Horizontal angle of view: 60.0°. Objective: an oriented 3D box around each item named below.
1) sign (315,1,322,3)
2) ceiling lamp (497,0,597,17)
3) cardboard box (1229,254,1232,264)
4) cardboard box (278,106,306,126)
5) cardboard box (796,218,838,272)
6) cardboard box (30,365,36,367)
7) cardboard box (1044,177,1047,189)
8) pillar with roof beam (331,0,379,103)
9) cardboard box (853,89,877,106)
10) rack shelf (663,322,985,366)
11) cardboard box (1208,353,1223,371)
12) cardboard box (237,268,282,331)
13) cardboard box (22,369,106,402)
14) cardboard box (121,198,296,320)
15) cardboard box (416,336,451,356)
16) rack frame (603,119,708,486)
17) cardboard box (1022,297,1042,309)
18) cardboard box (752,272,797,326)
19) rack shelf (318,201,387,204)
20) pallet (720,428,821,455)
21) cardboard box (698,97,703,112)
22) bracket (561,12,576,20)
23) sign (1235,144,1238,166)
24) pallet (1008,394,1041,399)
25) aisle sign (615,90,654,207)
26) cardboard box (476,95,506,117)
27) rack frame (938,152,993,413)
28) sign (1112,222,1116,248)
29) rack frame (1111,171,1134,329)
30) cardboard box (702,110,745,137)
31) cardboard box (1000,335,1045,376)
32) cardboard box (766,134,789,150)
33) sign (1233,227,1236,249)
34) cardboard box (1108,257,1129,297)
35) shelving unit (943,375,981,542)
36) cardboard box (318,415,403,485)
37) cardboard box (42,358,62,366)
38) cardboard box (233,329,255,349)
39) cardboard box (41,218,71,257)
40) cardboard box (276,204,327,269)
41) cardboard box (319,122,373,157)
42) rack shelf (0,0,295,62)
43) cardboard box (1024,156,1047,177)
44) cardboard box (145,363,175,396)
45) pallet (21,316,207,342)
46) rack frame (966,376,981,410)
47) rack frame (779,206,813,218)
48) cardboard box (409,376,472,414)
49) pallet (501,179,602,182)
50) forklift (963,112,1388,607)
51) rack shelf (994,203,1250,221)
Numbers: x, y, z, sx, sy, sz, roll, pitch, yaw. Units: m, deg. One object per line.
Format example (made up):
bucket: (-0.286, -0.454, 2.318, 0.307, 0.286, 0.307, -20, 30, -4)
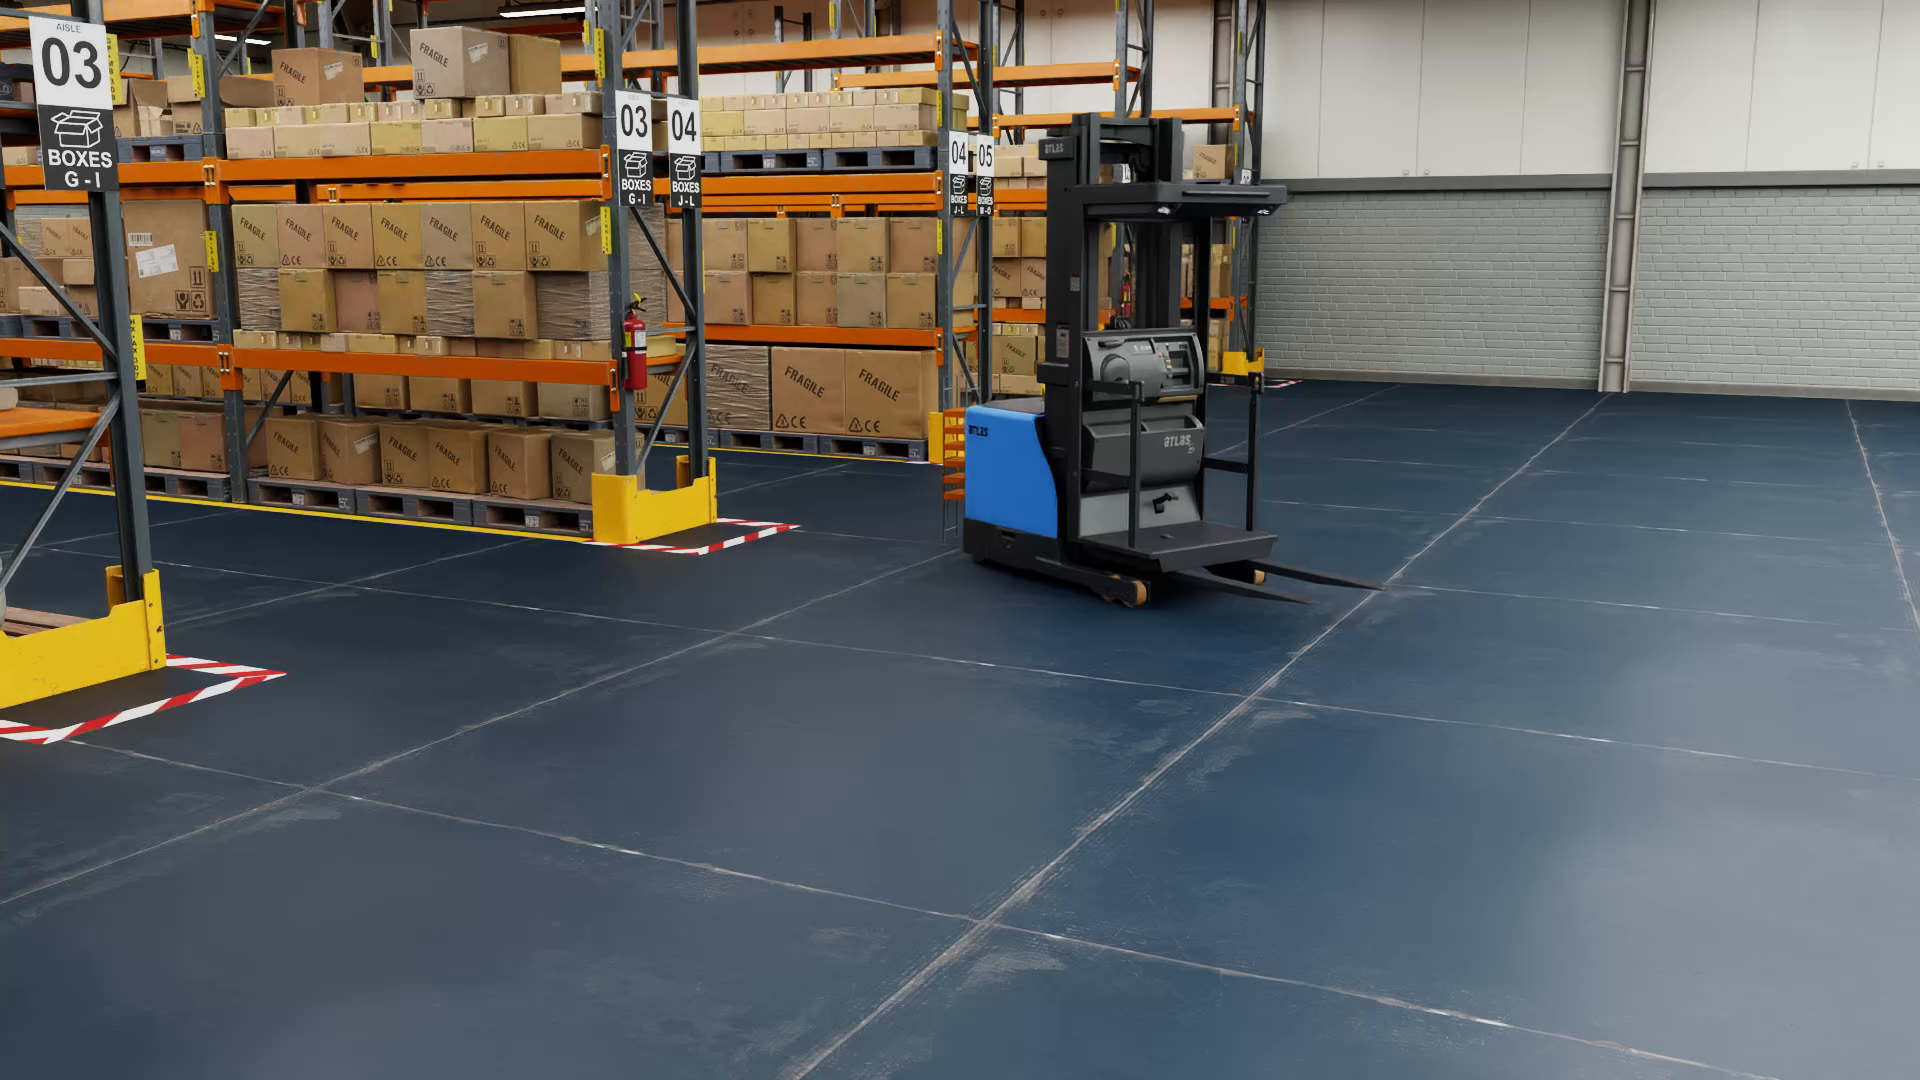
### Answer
sign: (-7.348, -6.318, 19.026, 0.005, 0.325, 0.100, 5, 11, 26)
ceiling lamp: (-6.632, -10.269, 27.311, 2.000, 3.185, 0.800, 5, 11, 26)
cardboard box: (4.161, -4.353, 25.754, 0.250, 0.149, 0.380, 5, 11, 24)
cardboard box: (-5.156, -3.344, 13.163, 0.250, 0.149, 0.380, 5, 11, 26)
cardboard box: (-1.234, -3.059, 17.259, 0.550, 0.550, 0.875, 5, 11, 26)
cardboard box: (-12.494, -2.336, 22.708, 0.250, 0.149, 0.380, 6, 12, 28)
cardboard box: (1.253, -4.500, 20.952, 0.250, 0.149, 0.380, 5, 12, 28)
pillar with roof beam: (-13.922, -7.798, 30.047, 0.548, 9.000, 9.100, 5, 11, 26)
cardboard box: (-0.848, -4.337, 16.357, 0.250, 0.149, 0.380, 5, 12, 27)
rack shelf: (-1.736, -2.128, 17.585, 4.000, 0.370, 1.077, 5, 11, 26)
cardboard box: (3.789, -2.756, 25.578, 0.500, 0.250, 0.500, 5, 11, 26)
cardboard box: (-5.438, -2.006, 13.773, 0.500, 0.500, 0.875, 5, 11, 26)
cardboard box: (-8.307, -1.438, 15.430, 0.500, 0.250, 0.500, 7, 12, 32)
cardboard box: (-6.465, -2.442, 14.438, 1.000, 1.000, 1.000, 5, 11, 26)
cardboard box: (-3.966, -1.507, 12.842, 0.250, 0.149, 0.380, 5, 11, 26)
rack frame: (-2.228, -1.540, 12.318, 0.127, 3.000, 1.000, 5, 11, 26)
cardboard box: (0.986, -3.036, 21.287, 0.250, 0.149, 0.380, 5, 12, 27)
cardboard box: (-1.738, -2.559, 17.528, 0.500, 0.550, 0.875, 5, 11, 26)
rack shelf: (-10.398, -5.348, 26.955, 4.000, 0.370, 1.077, 5, 11, 26)
pallet: (-1.784, -1.099, 17.710, 1.213, 0.211, 1.003, 5, 11, 26)
cardboard box: (-2.669, -4.497, 17.241, 0.250, 0.149, 0.380, 5, 11, 25)
bracket: (-7.166, -9.760, 30.780, 0.430, 0.232, 0.235, 5, 11, 26)
sign: (4.098, -5.703, 24.633, 0.005, 0.325, 0.100, 5, 11, 26)
pallet: (1.376, -1.826, 21.729, 1.213, 0.211, 1.003, 5, 11, 26)
aisle sign: (-2.305, -2.767, 11.794, 0.004, 0.787, 0.394, 5, 11, 26)
cardboard box: (-3.326, -3.170, 12.201, 0.250, 0.149, 0.380, 5, 11, 26)
rack frame: (0.058, -2.324, 16.651, 0.127, 3.000, 1.000, 5, 11, 26)
sign: (1.894, -3.761, 20.450, 0.005, 0.325, 0.100, 5, 11, 26)
rack frame: (2.157, -3.123, 21.063, 0.127, 3.000, 1.000, 5, 11, 26)
cardboard box: (-2.309, -4.282, 17.168, 0.500, 0.250, 0.500, 5, 11, 25)
cardboard box: (0.854, -2.408, 21.546, 0.500, 0.500, 0.500, 6, 12, 28)
cardboard box: (-1.758, -4.025, 16.870, 0.250, 0.149, 0.380, 5, 11, 27)
sign: (4.098, -4.517, 24.848, 0.005, 0.325, 0.100, 5, 11, 26)
cardboard box: (1.855, -3.400, 21.478, 0.500, 0.500, 0.500, 5, 11, 25)
shelving unit: (0.013, -0.589, 12.117, 0.189, 1.200, 0.258, 5, 11, 26)
cardboard box: (-4.957, -0.750, 13.792, 0.500, 0.500, 0.500, 10, 14, 44)
cardboard box: (-12.093, -2.425, 22.361, 0.250, 0.149, 0.380, 4, 11, 23)
cardboard box: (-5.755, -1.667, 13.723, 0.250, 0.149, 0.380, 5, 11, 26)
cardboard box: (-11.711, -3.991, 21.937, 0.500, 0.500, 0.500, 5, 11, 24)
cardboard box: (-5.075, -2.428, 13.298, 0.500, 0.500, 0.500, 5, 11, 26)
cardboard box: (-4.607, -3.100, 12.932, 0.500, 0.250, 0.500, 5, 11, 24)
rack shelf: (-7.608, -4.414, 14.495, 4.000, 0.370, 1.077, 5, 11, 26)
cardboard box: (1.135, -4.711, 21.000, 0.500, 0.250, 0.500, 5, 11, 25)
cardboard box: (-10.158, -2.146, 21.505, 0.500, 0.500, 0.500, 6, 12, 28)
pallet: (-7.608, -1.927, 14.992, 1.213, 0.211, 1.003, 5, 11, 26)
rack frame: (0.095, -0.582, 12.077, 0.006, 1.200, 0.240, 5, 11, 26)
rack frame: (-2.824, -4.546, 28.928, 0.127, 3.000, 1.000, 5, 11, 26)
cardboard box: (-5.825, -1.924, 19.575, 0.750, 0.750, 1.050, 5, 11, 27)
pallet: (-4.373, -4.086, 18.498, 1.217, 0.209, 0.805, 5, 11, 24)
forklift: (1.287, -1.134, 10.268, 1.130, 2.935, 3.031, -7, 13, -35)
rack shelf: (2.557, -5.196, 26.112, 4.000, 0.370, 1.077, 5, 11, 26)
